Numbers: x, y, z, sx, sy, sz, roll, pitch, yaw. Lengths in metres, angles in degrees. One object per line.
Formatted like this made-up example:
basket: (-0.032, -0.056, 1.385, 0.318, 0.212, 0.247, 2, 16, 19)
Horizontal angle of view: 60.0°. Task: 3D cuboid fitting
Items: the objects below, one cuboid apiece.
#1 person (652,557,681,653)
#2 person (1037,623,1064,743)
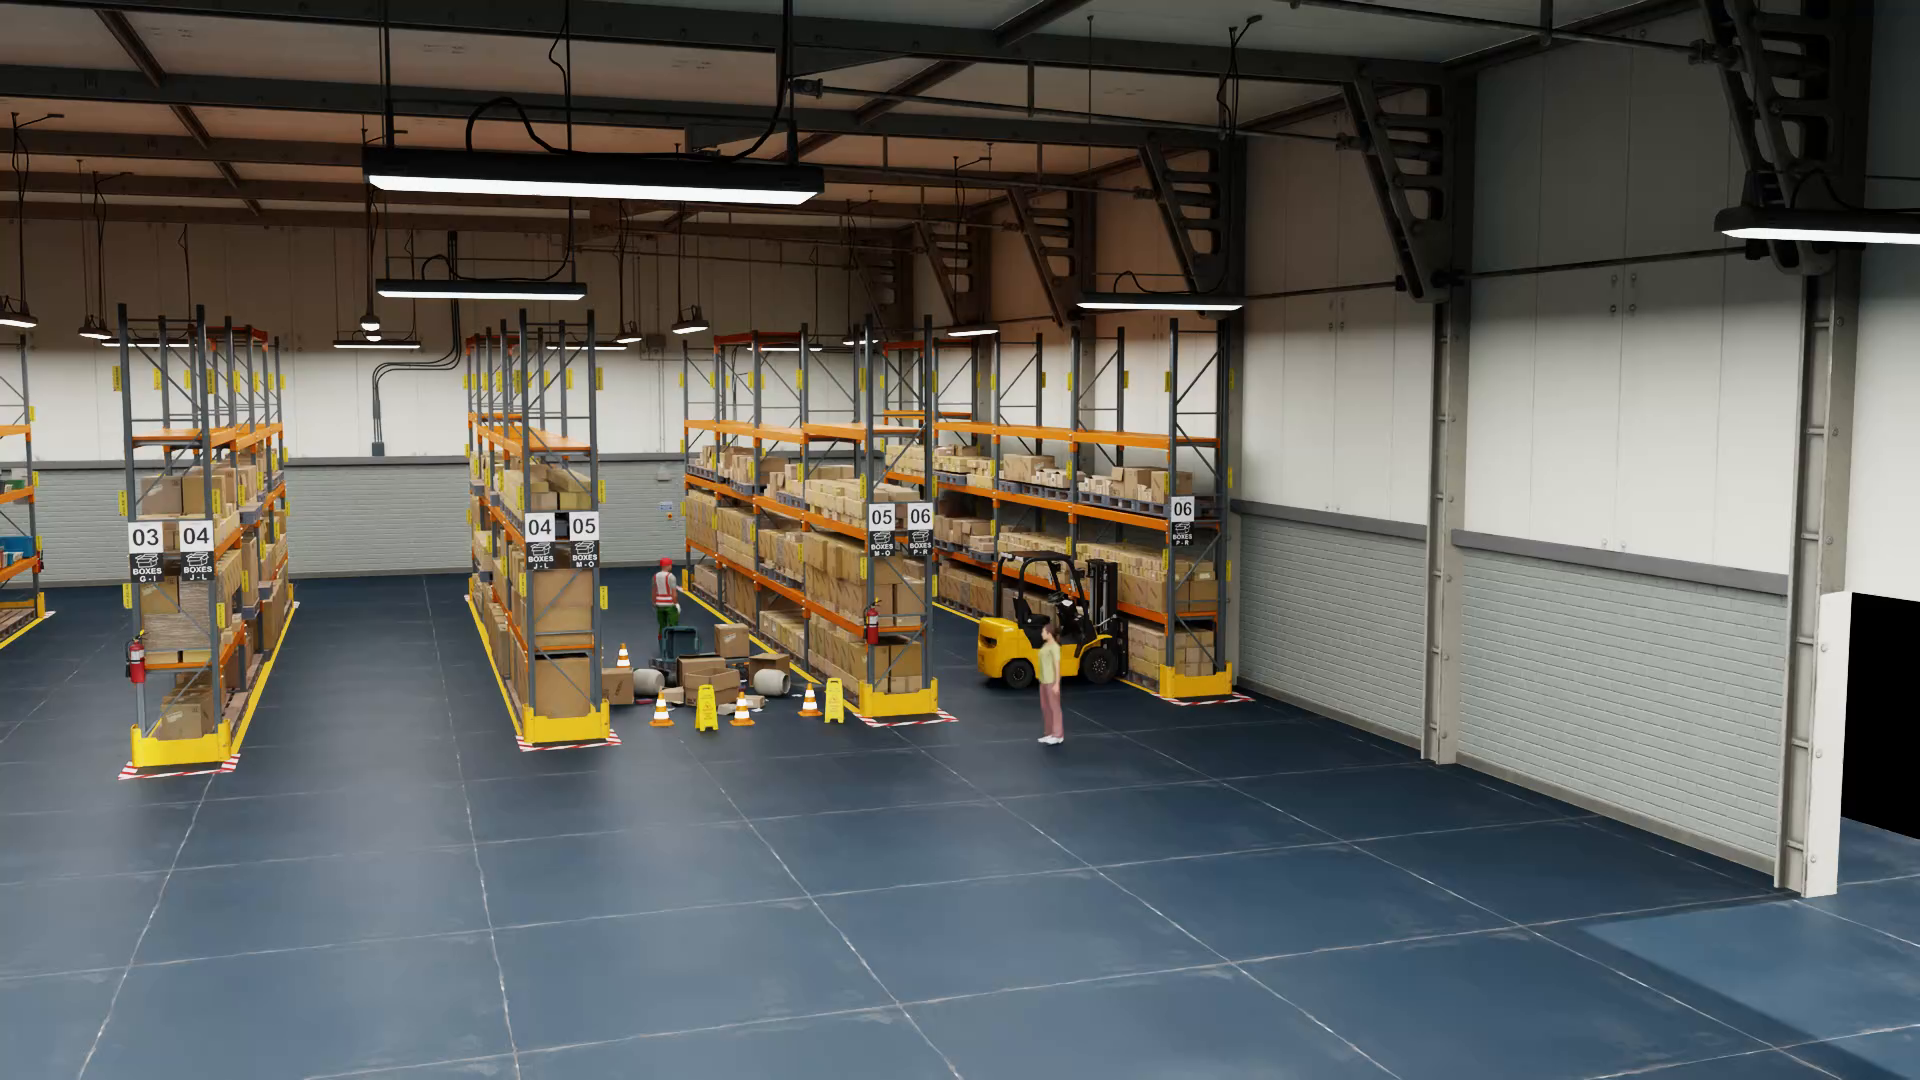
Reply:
person: (-5.419, 1.210, 30.770, 0.594, 1.785, 0.585, 1, 6, 12)
person: (1.263, 1.997, 23.035, 0.357, 1.709, 0.550, -2, 6, -21)
